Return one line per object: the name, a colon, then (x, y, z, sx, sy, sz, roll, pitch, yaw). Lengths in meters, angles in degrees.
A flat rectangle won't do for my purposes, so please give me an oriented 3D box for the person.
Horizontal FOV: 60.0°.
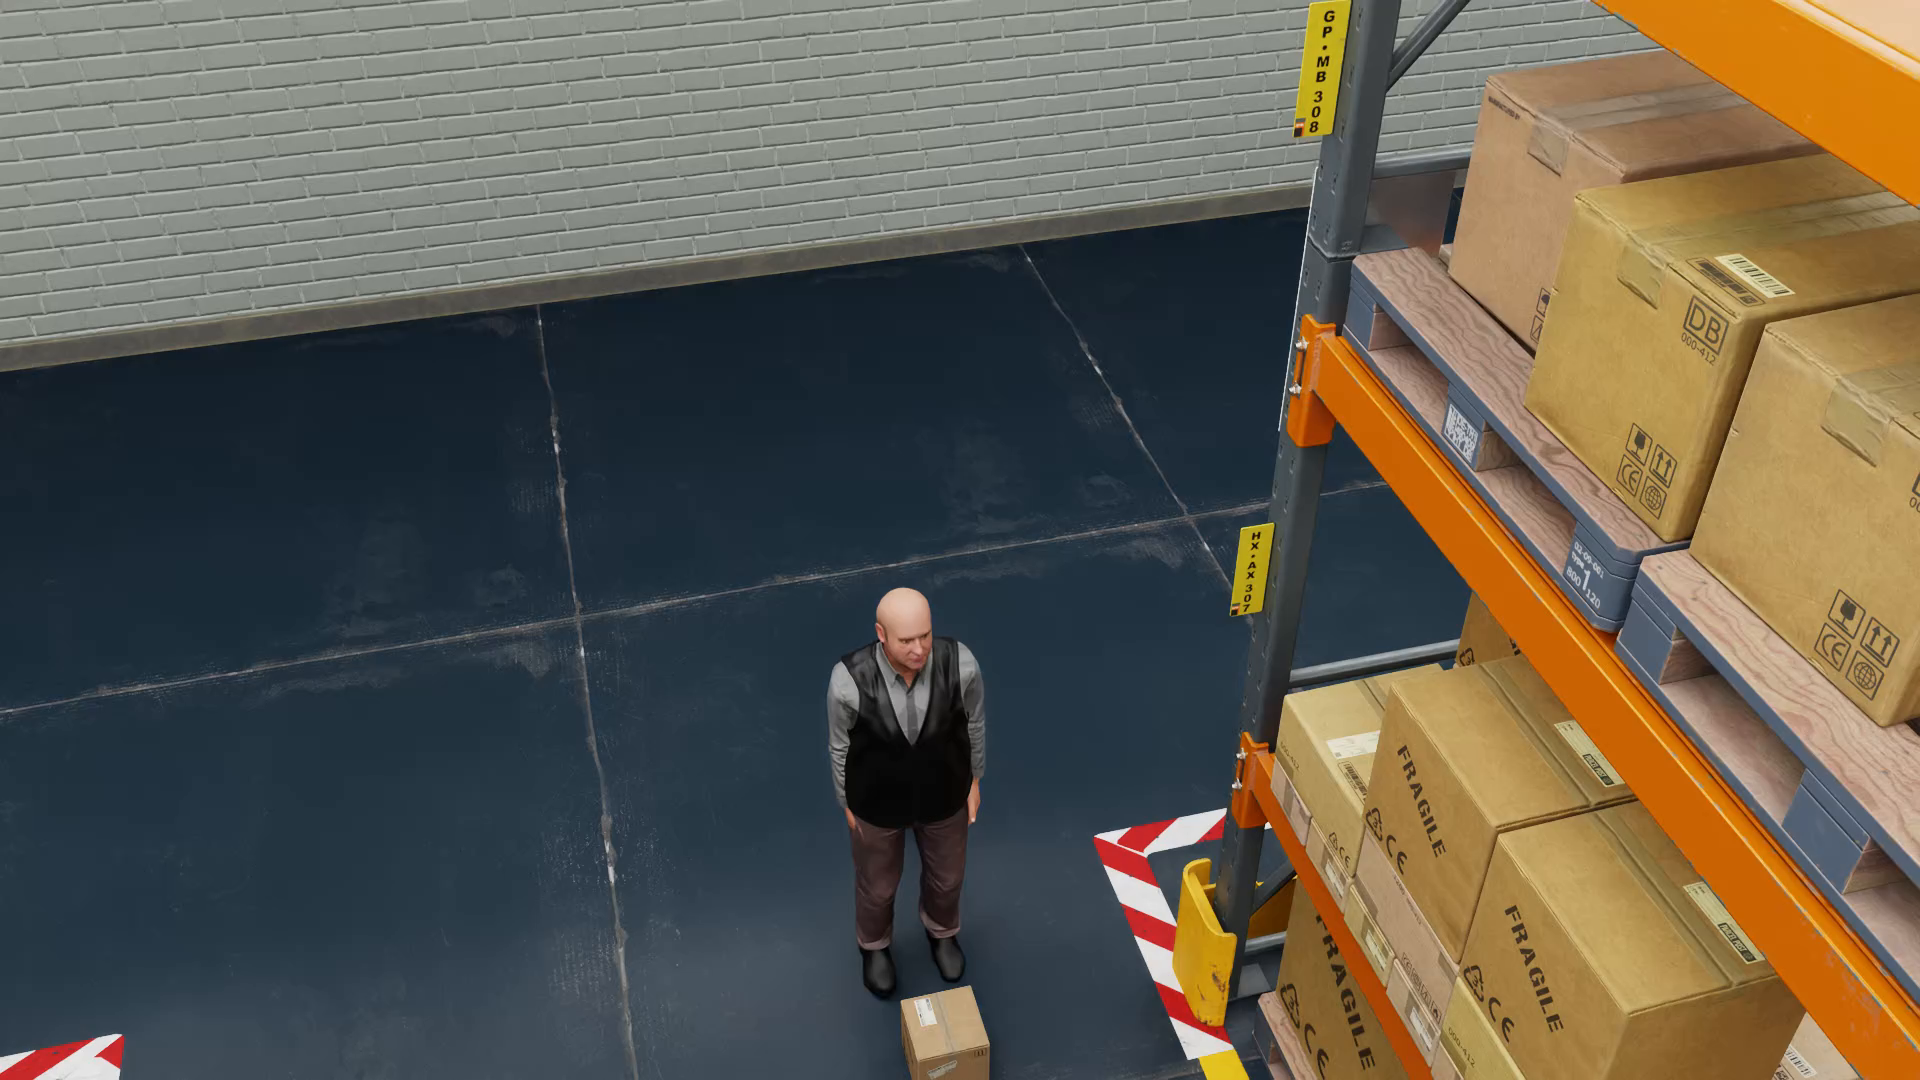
person: (-0.164, 0.874, 5.631, 0.532, 1.732, 0.357, -9, 39, -11)
